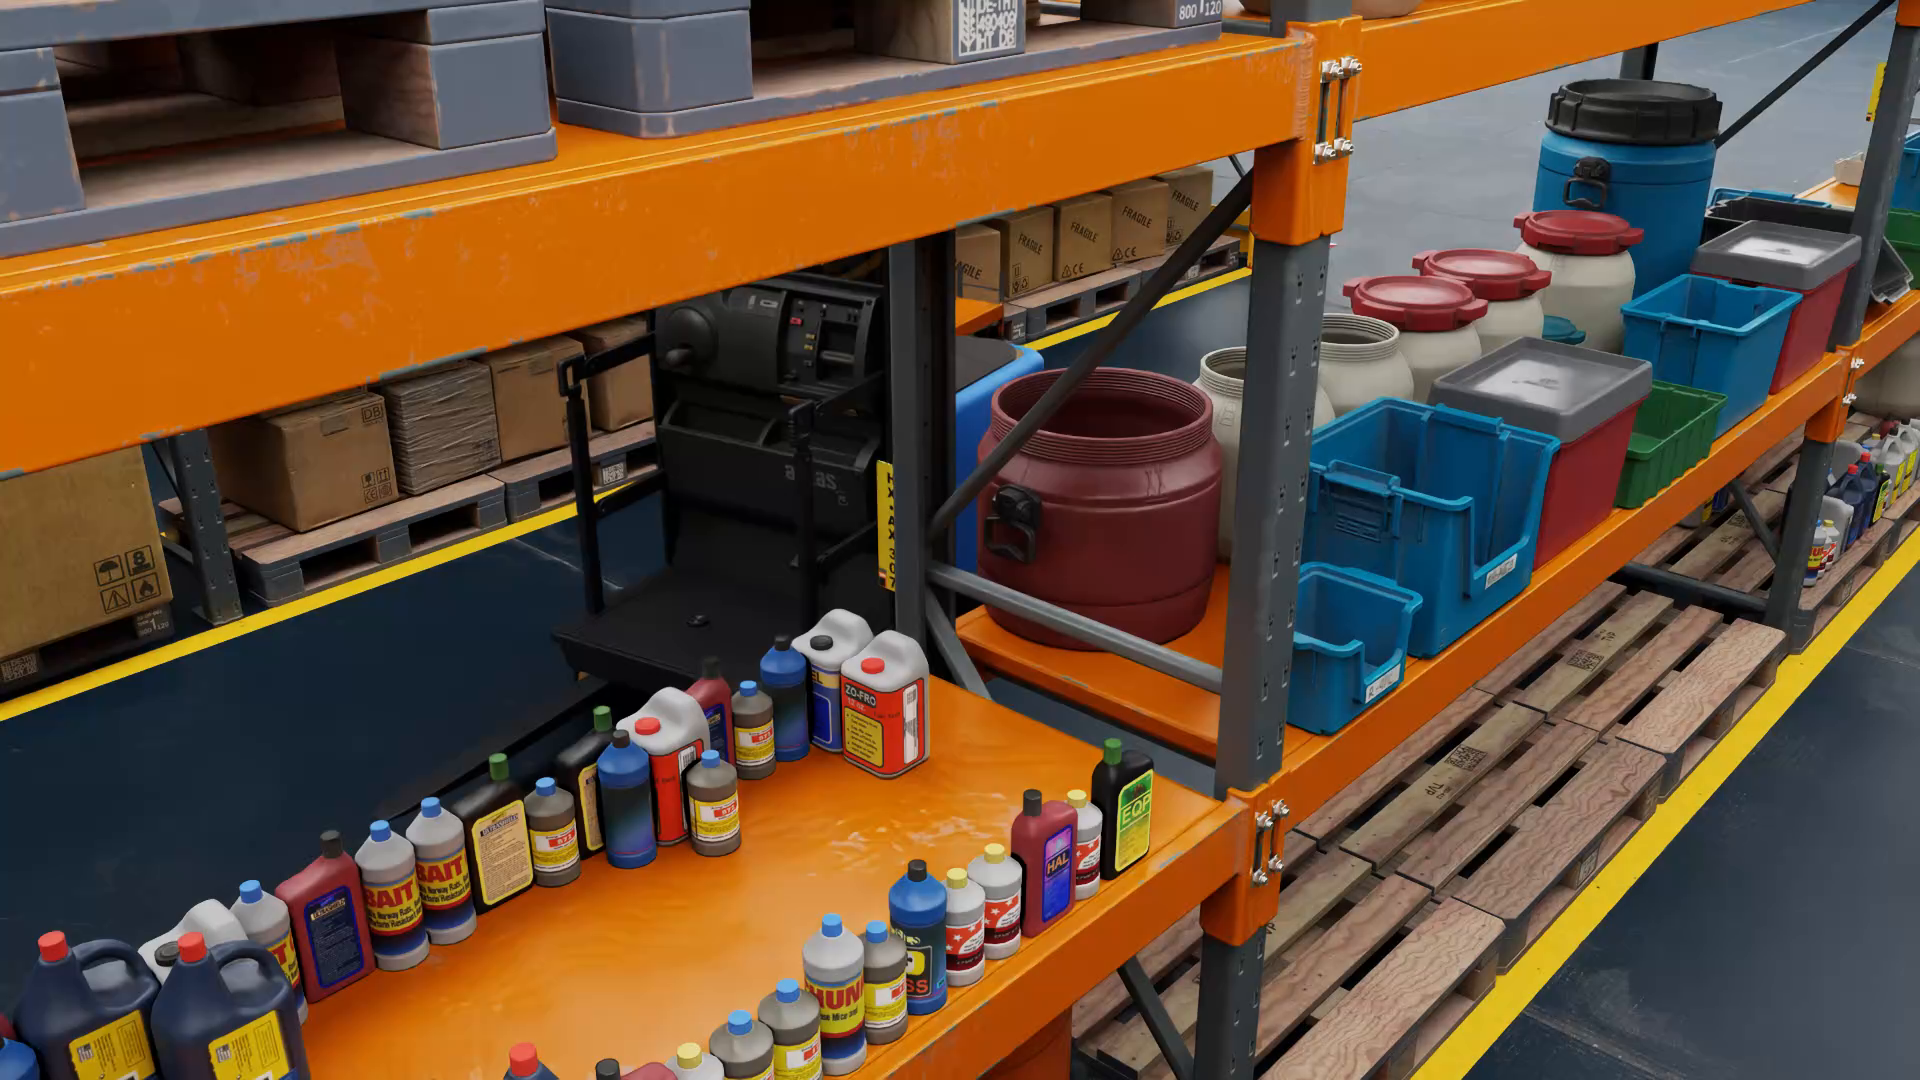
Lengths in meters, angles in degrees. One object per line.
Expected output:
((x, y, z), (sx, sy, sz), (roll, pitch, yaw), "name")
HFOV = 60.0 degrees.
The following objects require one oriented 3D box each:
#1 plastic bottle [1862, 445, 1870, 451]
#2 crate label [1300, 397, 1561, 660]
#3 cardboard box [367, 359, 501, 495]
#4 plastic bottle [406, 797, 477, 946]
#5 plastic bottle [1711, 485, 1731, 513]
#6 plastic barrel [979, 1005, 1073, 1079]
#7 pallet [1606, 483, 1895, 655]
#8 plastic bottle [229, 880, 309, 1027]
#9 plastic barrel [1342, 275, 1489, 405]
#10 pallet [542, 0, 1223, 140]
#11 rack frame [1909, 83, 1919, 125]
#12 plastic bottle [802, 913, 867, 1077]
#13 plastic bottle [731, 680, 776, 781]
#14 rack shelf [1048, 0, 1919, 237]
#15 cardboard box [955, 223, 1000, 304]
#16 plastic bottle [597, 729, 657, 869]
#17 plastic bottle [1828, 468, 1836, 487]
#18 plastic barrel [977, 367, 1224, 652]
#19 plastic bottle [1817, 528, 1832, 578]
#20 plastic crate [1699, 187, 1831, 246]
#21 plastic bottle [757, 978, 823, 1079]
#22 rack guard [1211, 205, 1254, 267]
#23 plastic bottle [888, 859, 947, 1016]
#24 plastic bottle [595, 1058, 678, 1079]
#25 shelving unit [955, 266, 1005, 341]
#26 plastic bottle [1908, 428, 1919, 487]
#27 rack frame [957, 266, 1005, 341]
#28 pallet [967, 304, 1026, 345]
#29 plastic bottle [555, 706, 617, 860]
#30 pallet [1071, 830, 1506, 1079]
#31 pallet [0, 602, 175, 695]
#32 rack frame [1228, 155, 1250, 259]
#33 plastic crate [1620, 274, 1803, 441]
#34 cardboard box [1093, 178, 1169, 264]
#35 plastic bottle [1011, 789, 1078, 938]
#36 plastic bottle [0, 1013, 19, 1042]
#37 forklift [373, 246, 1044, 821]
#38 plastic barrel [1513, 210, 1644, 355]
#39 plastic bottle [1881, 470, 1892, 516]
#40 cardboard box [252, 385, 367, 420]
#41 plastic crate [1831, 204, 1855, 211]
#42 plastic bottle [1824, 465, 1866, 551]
((4.189, -0.342, 7.728), (0.097, 0.201, 0.097), (0, 24, 0), "plastic bottle")
((1.121, -0.048, 4.147), (0.502, 0.435, 0.616), (20, 31, 38), "crate label")
((-2.639, -0.598, 7.934), (0.700, 0.500, 0.500), (17, 29, 33), "cardboard box")
((-0.922, 0.579, 2.949), (0.097, 0.271, 0.097), (0, 24, 0), "plastic bottle")
((3.397, -0.280, 7.500), (0.152, 0.276, 0.135), (20, 31, 38), "plastic bottle")
((-0.057, 1.149, 3.660), (0.600, 0.830, 0.708), (20, 31, 38), "plastic barrel")
((3.406, 0.057, 7.364), (1.003, 0.211, 1.213), (20, 31, 38), "pallet")
((-1.141, 0.679, 2.727), (0.097, 0.271, 0.097), (0, 24, 0), "plastic bottle")
((1.346, -0.497, 5.025), (0.433, 0.535, 0.433), (0, 24, 0), "plastic barrel")
((-0.327, -0.879, 2.609), (1.003, 0.211, 1.213), (20, 31, 38), "pallet")
((5.596, -2.240, 9.080), (1.000, 3.000, 0.127), (20, 31, 38), "rack frame")
((-0.200, 0.715, 2.647), (0.097, 0.271, 0.097), (0, 24, 0), "plastic bottle")
((-0.435, 0.389, 3.459), (0.097, 0.201, 0.097), (0, 24, 0), "plastic bottle")
((1.592, -1.453, 4.537), (1.077, 0.370, 4.000), (20, 31, 38), "rack shelf")
((-0.089, -1.713, 10.445), (0.500, 0.500, 0.500), (-13, 27, -27), "cardboard box")
((-0.634, 0.485, 3.160), (0.097, 0.271, 0.097), (0, 24, 0), "plastic bottle")
((3.781, -0.187, 7.298), (0.097, 0.271, 0.097), (0, 24, 0), "plastic bottle")
((0.341, -0.089, 4.116), (0.600, 0.536, 0.708), (20, 31, 38), "plastic barrel")
((3.533, 0.046, 6.863), (0.097, 0.201, 0.097), (0, 24, 0), "plastic bottle")
((3.463, -1.365, 7.310), (0.499, 0.251, 0.616), (20, 31, 38), "plastic crate")
((-0.265, 0.776, 2.595), (0.097, 0.201, 0.097), (0, 24, 0), "plastic bottle")
((1.857, -2.429, 12.557), (1.175, 0.500, 0.348), (20, 31, 38), "rack guard")
((-0.070, 0.655, 2.780), (0.097, 0.271, 0.097), (0, 24, 0), "plastic bottle")
((-0.458, 0.838, 2.357), (0.061, 0.283, 0.133), (20, 31, 38), "plastic bottle")
((-0.029, -0.597, 7.614), (0.258, 1.200, 0.503), (14, 28, 28), "shelving unit")
((4.416, -0.407, 7.784), (0.152, 0.276, 0.135), (19, 30, 36), "plastic bottle")
((0.095, -0.683, 7.806), (0.240, 1.200, 0.015), (14, 28, 28), "rack frame")
((-0.340, -1.316, 10.427), (1.003, 0.211, 1.213), (20, 31, 38), "pallet")
((-0.705, 0.463, 3.193), (0.061, 0.283, 0.133), (20, 31, 38), "plastic bottle")
((0.803, 1.244, 4.718), (1.003, 0.211, 1.213), (20, 31, 38), "pallet")
((-4.014, 0.337, 6.741), (1.003, 0.211, 1.213), (20, 31, 38), "pallet")
((1.908, -3.593, 12.097), (1.000, 3.000, 0.127), (20, 31, 38), "rack frame")
((2.422, -0.593, 5.427), (0.392, 0.384, 0.575), (20, 31, 38), "plastic crate")
((1.105, -2.267, 11.681), (0.500, 0.500, 0.500), (-15, 28, -30), "cardboard box")
((0.151, 0.560, 2.977), (0.061, 0.283, 0.133), (20, 31, 38), "plastic bottle")
((-1.445, 0.801, 2.440), (0.061, 0.283, 0.133), (20, 31, 38), "plastic bottle")
((-0.812, -0.730, 5.795), (1.130, 2.935, 3.031), (13, 27, 27), "forklift")
((2.125, -0.852, 5.818), (0.433, 0.535, 0.433), (0, 24, 0), "plastic barrel")
((4.107, -0.216, 7.447), (0.097, 0.201, 0.097), (0, 24, 0), "plastic bottle")
((-3.007, -0.770, 7.402), (0.500, 0.250, 0.500), (22, 32, 40), "cardboard box")
((3.822, -1.465, 7.674), (0.530, 0.136, 0.437), (20, 31, 38), "plastic crate")
((3.774, -0.146, 7.110), (0.144, 0.351, 0.185), (21, 32, 39), "plastic bottle")
